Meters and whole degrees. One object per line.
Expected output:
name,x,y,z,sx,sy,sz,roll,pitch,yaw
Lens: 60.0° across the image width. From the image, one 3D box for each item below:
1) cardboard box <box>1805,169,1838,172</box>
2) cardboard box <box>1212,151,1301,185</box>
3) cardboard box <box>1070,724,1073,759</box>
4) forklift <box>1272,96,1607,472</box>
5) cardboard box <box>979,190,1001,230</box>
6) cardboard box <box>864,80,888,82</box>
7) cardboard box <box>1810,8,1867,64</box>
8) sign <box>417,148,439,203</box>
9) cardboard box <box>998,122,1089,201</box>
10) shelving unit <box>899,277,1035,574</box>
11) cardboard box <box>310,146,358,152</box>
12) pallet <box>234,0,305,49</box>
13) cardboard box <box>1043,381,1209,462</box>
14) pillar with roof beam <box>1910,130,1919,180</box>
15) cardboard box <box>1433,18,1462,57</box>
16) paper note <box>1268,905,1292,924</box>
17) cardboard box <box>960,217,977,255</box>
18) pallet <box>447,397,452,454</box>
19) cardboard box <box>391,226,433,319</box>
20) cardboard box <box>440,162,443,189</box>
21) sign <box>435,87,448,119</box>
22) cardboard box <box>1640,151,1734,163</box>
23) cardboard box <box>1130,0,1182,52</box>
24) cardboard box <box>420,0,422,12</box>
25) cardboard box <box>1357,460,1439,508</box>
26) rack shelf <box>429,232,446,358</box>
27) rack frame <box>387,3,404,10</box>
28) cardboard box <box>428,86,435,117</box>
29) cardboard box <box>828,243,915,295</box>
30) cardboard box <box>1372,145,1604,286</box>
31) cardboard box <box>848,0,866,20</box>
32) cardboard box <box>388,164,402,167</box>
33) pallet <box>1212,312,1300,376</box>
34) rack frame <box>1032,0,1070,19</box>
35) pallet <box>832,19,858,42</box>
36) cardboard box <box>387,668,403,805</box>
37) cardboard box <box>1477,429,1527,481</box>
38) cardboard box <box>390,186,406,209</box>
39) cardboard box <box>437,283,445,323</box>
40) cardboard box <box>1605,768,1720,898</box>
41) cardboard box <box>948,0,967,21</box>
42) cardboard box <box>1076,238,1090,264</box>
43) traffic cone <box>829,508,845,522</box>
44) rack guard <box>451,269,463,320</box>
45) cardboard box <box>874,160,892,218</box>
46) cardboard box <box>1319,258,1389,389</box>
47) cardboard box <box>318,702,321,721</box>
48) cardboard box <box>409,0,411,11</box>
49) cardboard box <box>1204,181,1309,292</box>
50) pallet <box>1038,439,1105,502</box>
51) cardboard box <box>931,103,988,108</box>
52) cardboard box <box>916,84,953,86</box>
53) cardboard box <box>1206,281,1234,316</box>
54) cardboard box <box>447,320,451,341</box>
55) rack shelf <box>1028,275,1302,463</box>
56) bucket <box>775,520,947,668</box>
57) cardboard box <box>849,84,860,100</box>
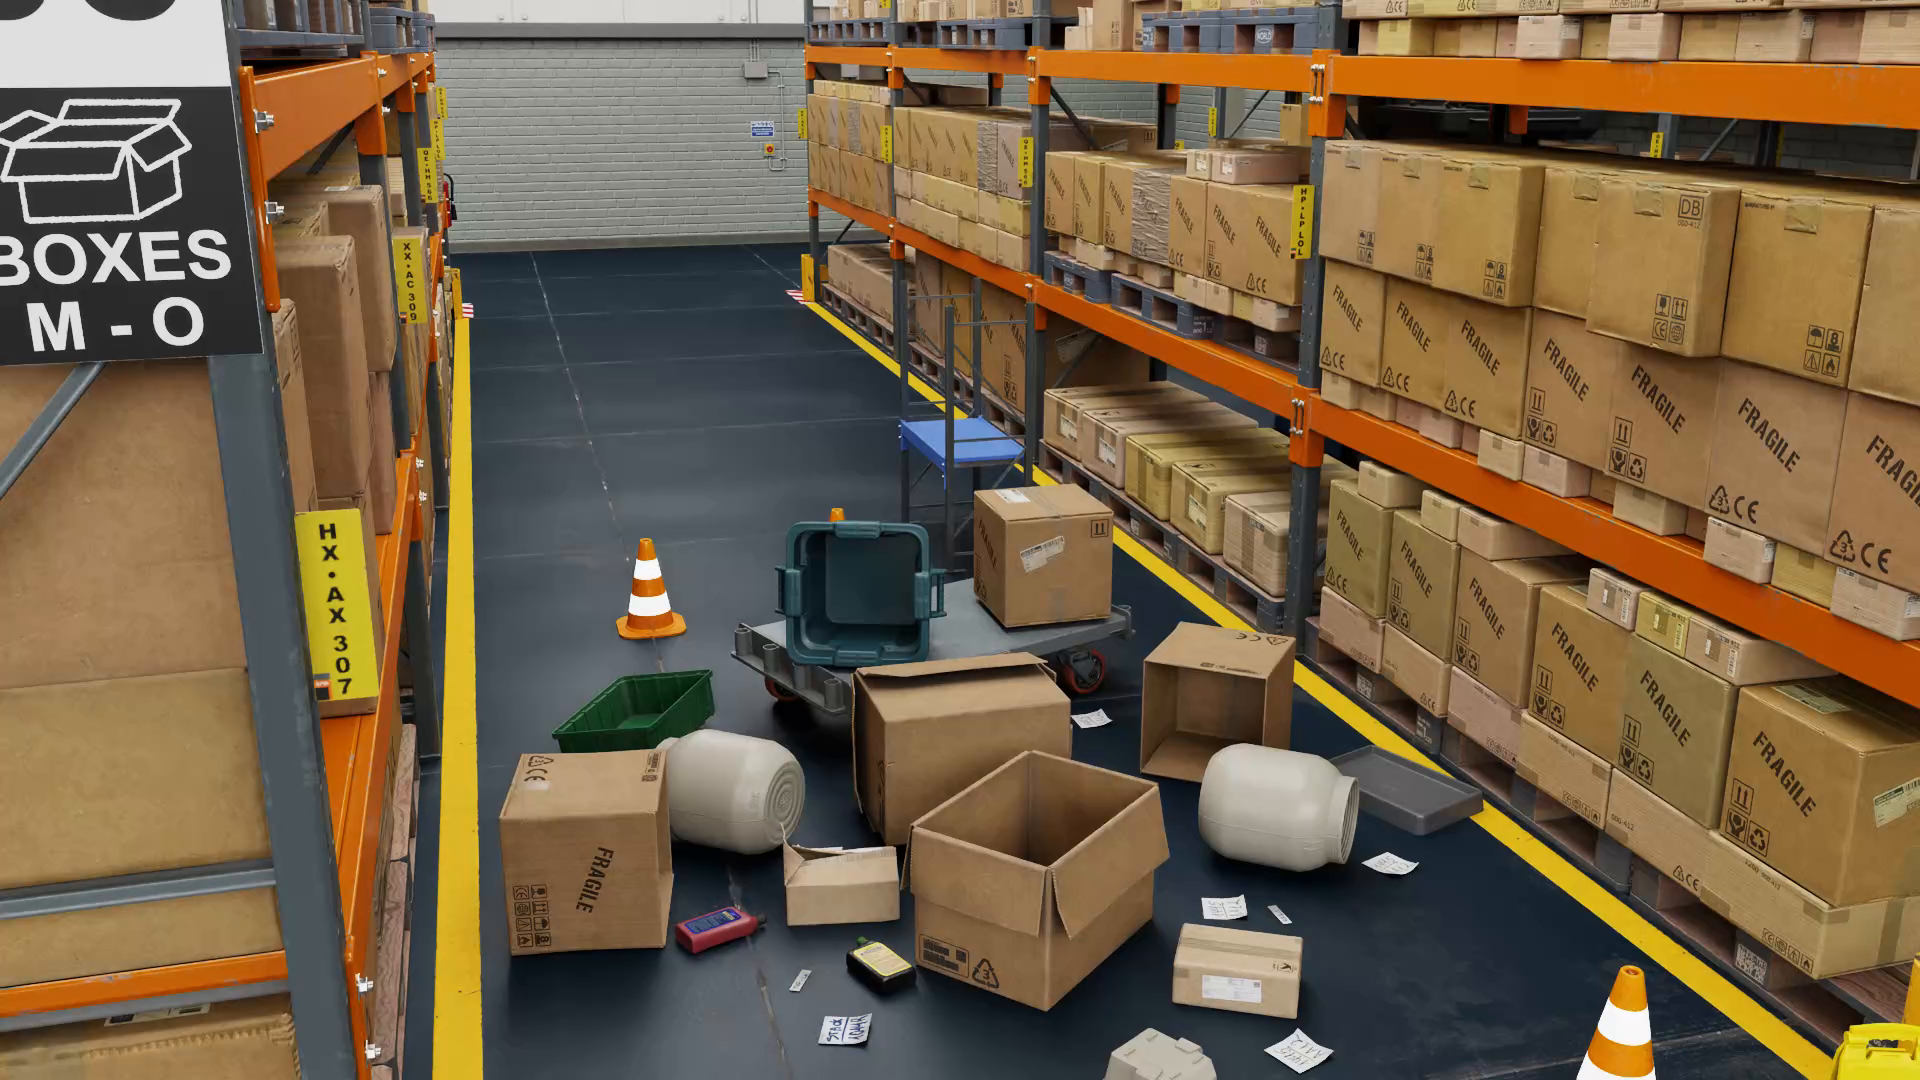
cardboard box,6.210,-2.643,12.235,0.380,0.149,0.250,-4,17,-14
cardboard box,1.528,-1.924,8.593,0.380,0.149,0.250,-5,17,-17
cardboard box,0.235,0.782,6.886,0.396,0.266,0.258,11,20,32
forklift,3.030,-1.534,9.966,1.130,2.935,3.031,-4,17,-14
cardboard box,0.453,-2.451,12.291,0.500,0.250,0.500,-5,17,-17
cardboard box,-0.839,-4.927,18.101,0.380,0.149,0.250,-4,17,-14
cardboard box,2.661,-1.426,4.709,0.380,0.149,0.250,-5,17,-15
sign,-3.224,-2.208,10.078,0.100,0.325,0.005,-5,17,-15
cardboard box,0.581,-2.678,11.740,0.500,0.500,0.500,-5,17,-17
shelving unit,0.023,-0.695,9.658,0.538,1.500,1.048,-5,17,-15
cardboard box,-3.502,-1.871,9.055,0.700,0.500,0.500,-5,17,-16
pallet,-1.772,-0.995,2.990,1.003,0.211,1.213,-5,17,-15
cardboard box,1.121,-0.814,11.286,0.950,0.372,0.625,-6,18,-19
pillar with roof beam,2.832,-4.665,9.841,9.100,9.000,0.400,-5,17,-15
cardboard box,2.117,-1.996,6.605,0.380,0.149,0.250,-5,17,-15
paper note,1.091,1.279,5.677,0.032,0.001,0.123,-5,17,-15
cardboard box,0.308,-2.357,12.844,0.500,0.250,0.500,-5,17,-16
pallet,-4.302,-0.827,12.337,1.003,0.211,1.213,-5,17,-15
cardboard box,-3.375,-1.554,9.736,0.500,0.500,0.500,-5,17,-15
cardboard box,-5.299,-3.626,16.119,0.500,0.500,0.500,-5,17,-15
sign,-5.416,-4.566,17.377,0.100,0.325,0.005,-5,17,-15
cardboard box,5.755,-2.826,13.241,0.500,0.500,0.500,-4,17,-13
cardboard box,1.422,-3.095,9.647,0.797,0.503,0.637,-5,17,-15
cardboard box,-4.890,-4.610,14.263,0.500,0.250,0.500,-5,17,-15
cardboard box,1.954,-0.252,7.196,0.380,0.149,0.250,-4,17,-14
rack shelf,-4.306,-1.818,12.040,1.077,0.370,4.000,-5,17,-15
rack frame,-3.757,-4.482,9.232,1.000,3.000,0.127,-5,17,-15
cardboard box,-5.151,-3.955,15.475,0.500,0.500,0.500,-5,18,-17
cardboard box,-0.946,-3.041,18.584,0.875,0.438,0.875,-5,18,-17
cardboard box,2.106,-1.309,6.668,0.700,0.500,0.500,-5,17,-15
cardboard box,-0.814,-5.405,16.441,0.500,0.500,0.500,-4,17,-14
cardboard box,-4.342,-2.767,12.623,0.380,0.149,0.250,-5,17,-15
pallet,2.004,-1.053,8.577,1.003,0.211,1.213,-5,17,-15
rack frame,0.975,-4.902,10.628,1.000,3.000,0.127,-5,17,-15
pallet,-0.671,-5.093,16.633,1.003,0.211,1.213,-5,17,-15
cardboard box,-2.552,0.493,6.059,0.875,0.875,0.875,-4,17,-14
cardboard box,2.195,-0.335,6.289,0.380,0.149,0.250,-5,17,-15
cardboard box,-3.774,-2.192,10.708,0.380,0.149,0.250,-5,17,-17
cardboard box,-4.408,-1.893,13.350,0.500,0.250,0.500,-5,17,-17
cardboard box,2.558,0.954,5.612,0.500,0.250,0.500,-5,17,-15
cardboard box,0.212,-4.179,12.531,0.500,0.500,0.500,-5,17,-15
cardboard box,0.962,-1.844,10.585,0.380,0.149,0.250,-6,18,-19
traffic cone,-0.654,0.059,8.950,0.336,0.463,0.334,-5,17,-15
rack guard,-5.934,-2.604,17.751,1.175,0.500,0.348,-5,17,-15
cardboard box,-0.497,-3.291,15.520,0.500,0.500,0.500,-5,17,-15
cardboard box,1.927,-0.969,7.272,0.500,0.500,0.500,-5,17,-15
cardboard box,-1.876,0.282,3.537,0.875,0.550,0.550,-5,17,-15
cardboard box,-3.802,-3.410,10.703,0.500,0.500,0.500,-5,17,-15
cardboard box,1.589,-1.560,8.511,0.500,0.500,0.500,-5,17,-15
pallet,1.188,-0.477,11.172,1.003,0.211,1.213,-5,17,-15
cardboard box,-0.022,-3.812,15.518,0.500,0.500,0.500,-5,17,-15
cardboard box,-0.213,-4.366,16.235,0.380,0.149,0.250,-5,17,-17
cardboard box,1.507,-1.266,8.660,0.380,0.149,0.250,-5,17,-16
cardboard box,-4.648,-1.819,14.503,0.380,0.149,0.250,-4,17,-13
rack shelf,1.525,-1.131,9.753,1.077,0.370,4.000,-5,17,-15
bucket,-0.403,0.192,7.145,0.726,0.611,0.620,1,7,4
cardboard box,-0.887,-4.458,16.539,0.380,0.149,0.250,-5,17,-15
